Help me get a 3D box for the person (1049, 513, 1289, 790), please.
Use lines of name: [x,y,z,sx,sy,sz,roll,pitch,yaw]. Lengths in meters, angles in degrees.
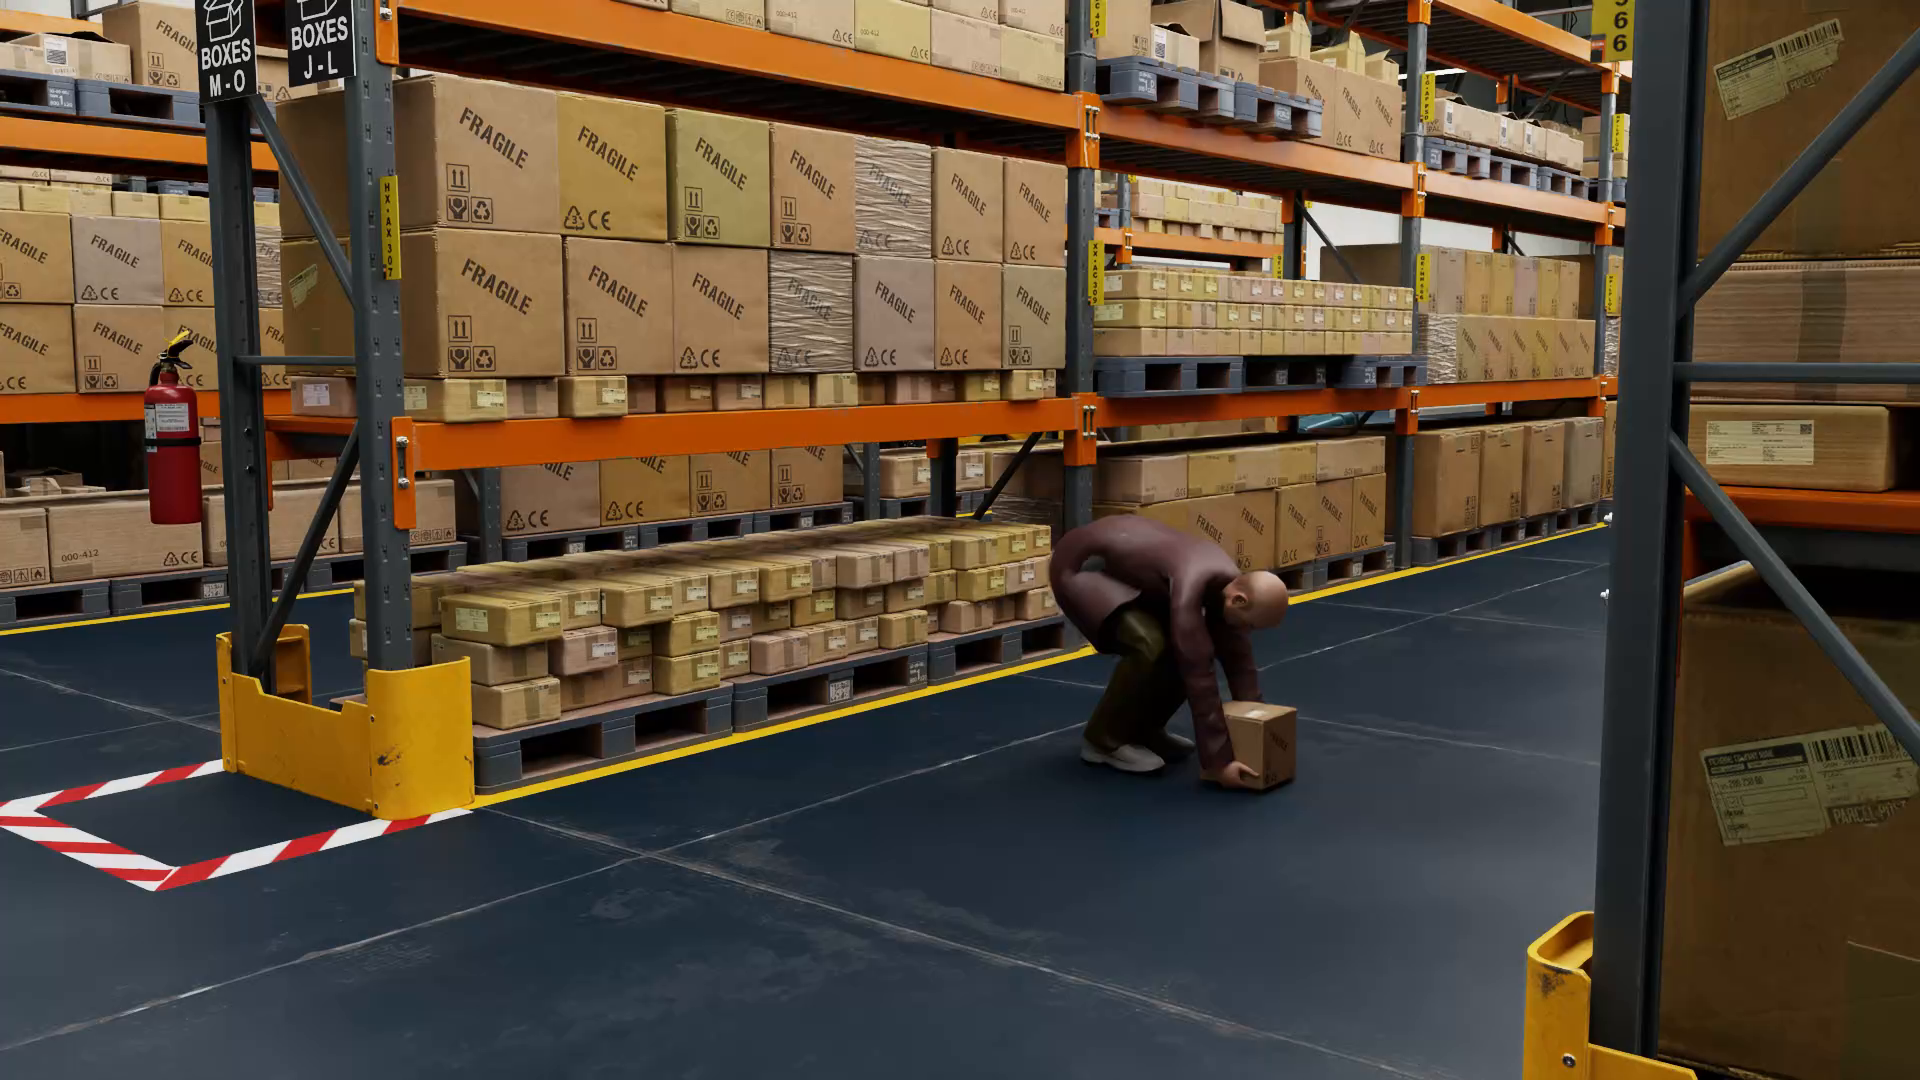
person: [0.769,0.382,6.155,0.947,0.942,0.591,5,8,36]
